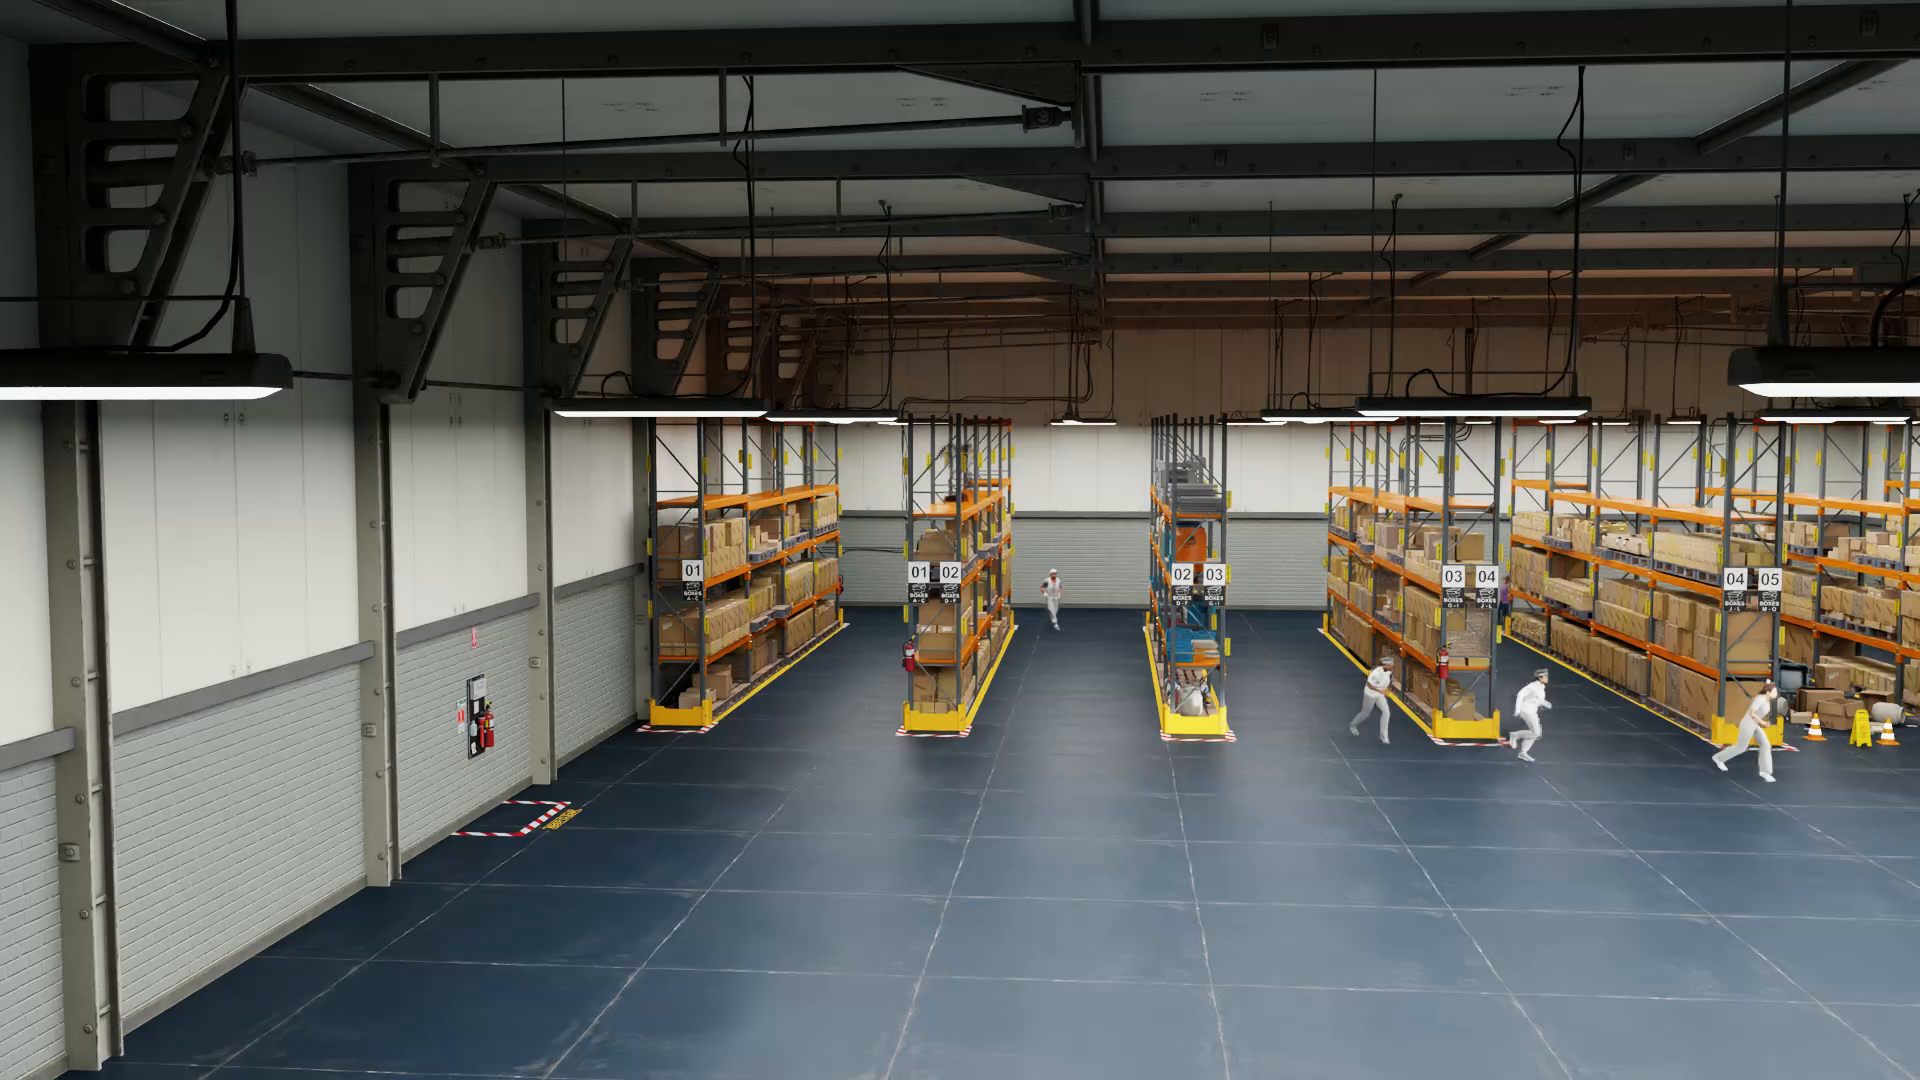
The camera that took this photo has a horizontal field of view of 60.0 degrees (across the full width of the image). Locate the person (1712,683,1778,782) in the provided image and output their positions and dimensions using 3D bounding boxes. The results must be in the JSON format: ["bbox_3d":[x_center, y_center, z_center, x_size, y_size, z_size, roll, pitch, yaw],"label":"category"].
[{"bbox_3d":[12.875,3.110,27.235,1.005,1.624,0.601,3,5,37],"label":"person"}]

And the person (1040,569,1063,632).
[{"bbox_3d":[2.603,1.686,47.031,0.658,1.751,0.947,-1,4,-14],"label":"person"}]

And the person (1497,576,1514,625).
[{"bbox_3d":[15.502,1.790,47.123,0.746,1.578,0.581,-1,4,-10],"label":"person"}]

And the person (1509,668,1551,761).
[{"bbox_3d":[9.850,3.004,28.709,0.683,1.614,0.607,2,5,31],"label":"person"}]

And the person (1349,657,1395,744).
[{"bbox_3d":[7.554,2.908,30.491,0.617,1.625,0.987,-3,5,-36],"label":"person"}]
